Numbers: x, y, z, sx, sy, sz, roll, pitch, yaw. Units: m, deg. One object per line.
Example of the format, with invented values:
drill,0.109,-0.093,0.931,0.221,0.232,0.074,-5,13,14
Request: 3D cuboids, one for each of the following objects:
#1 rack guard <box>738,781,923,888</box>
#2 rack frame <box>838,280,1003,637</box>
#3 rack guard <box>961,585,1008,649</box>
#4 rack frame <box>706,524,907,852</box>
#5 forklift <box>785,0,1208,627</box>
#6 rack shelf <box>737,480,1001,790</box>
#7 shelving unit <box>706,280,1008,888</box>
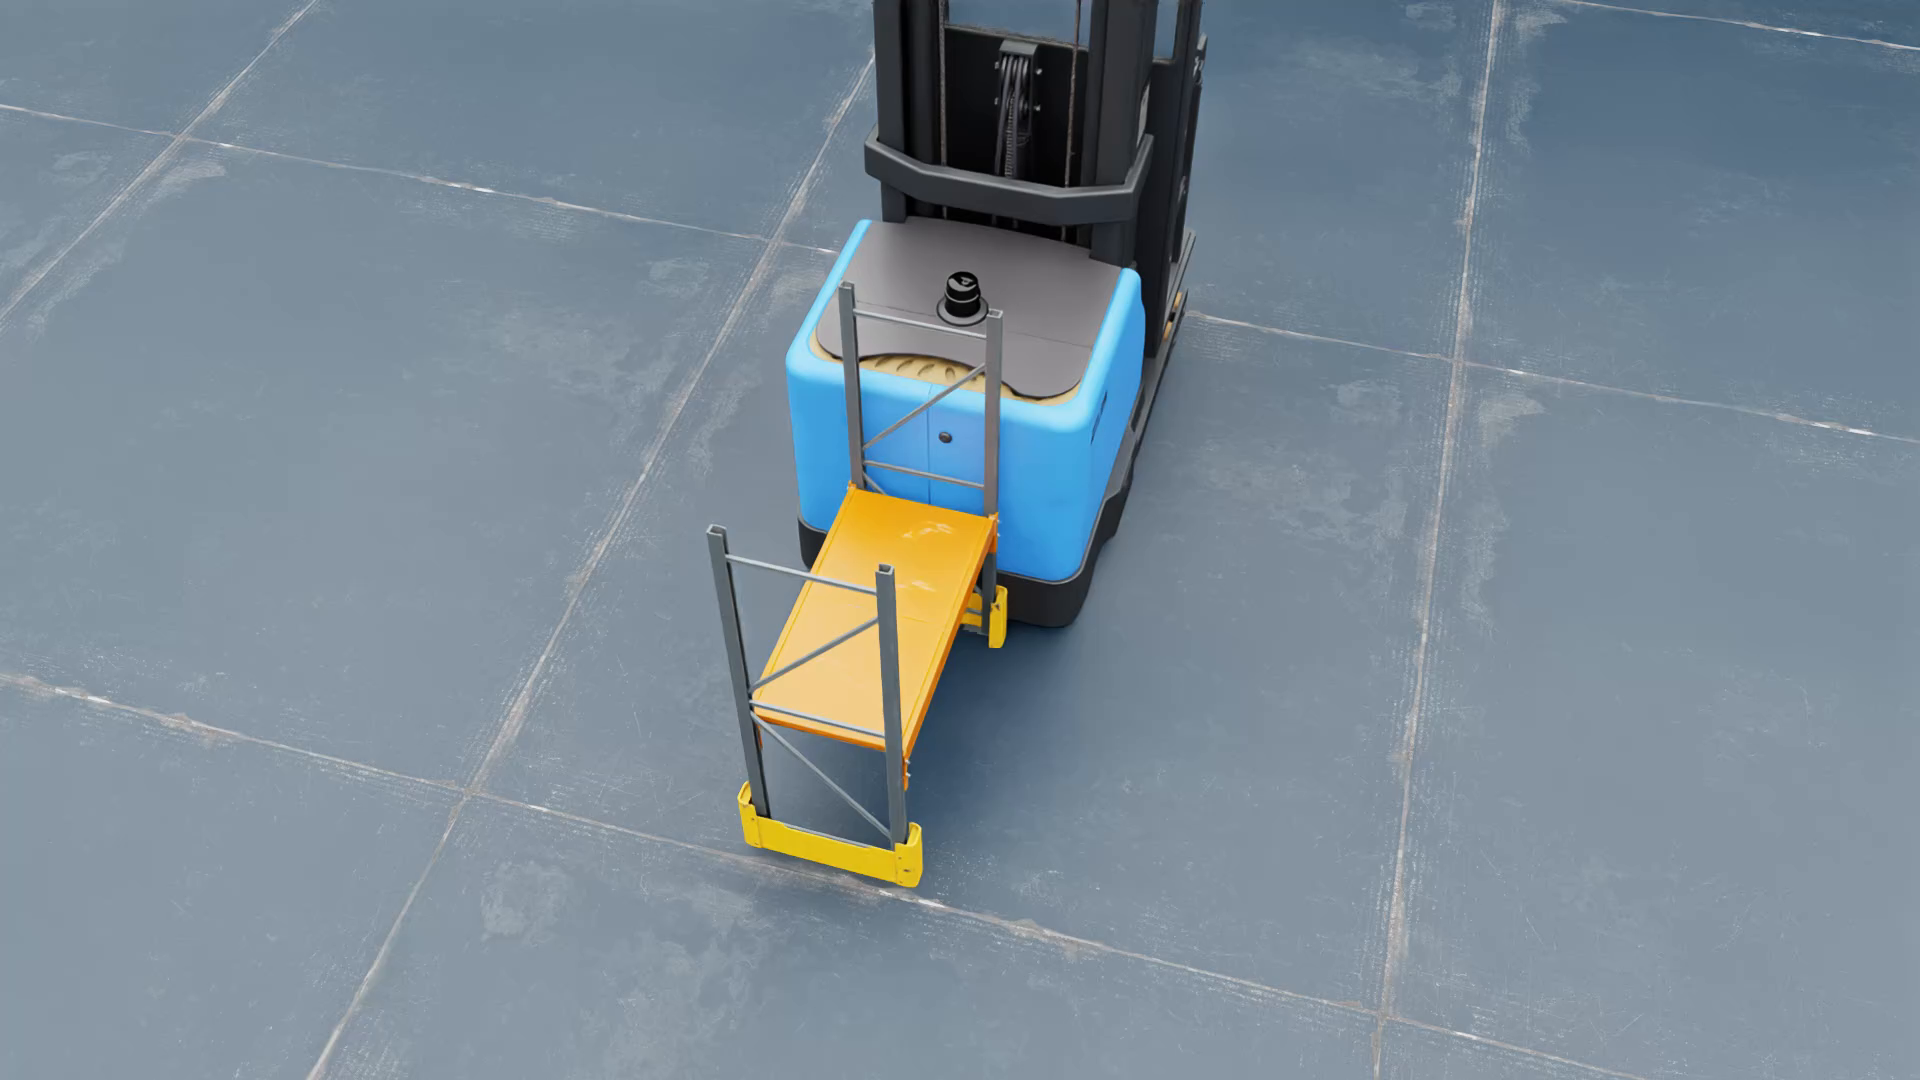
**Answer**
rack guard,-0.408,0.932,5.261,0.587,0.250,0.087,13,50,11
rack frame,-0.118,-0.211,5.436,0.500,1.500,0.032,13,50,11
rack guard,-0.124,0.216,5.892,0.587,0.250,0.087,13,50,11
rack frame,-0.408,0.519,4.791,0.500,1.500,0.032,13,50,11
forklift,0.328,-1.794,5.879,1.130,2.935,3.031,13,50,11
rack shelf,-0.263,0.273,5.249,0.538,0.185,1.000,13,50,11
shelving unit,-0.266,0.161,5.108,0.587,1.500,1.083,13,50,11
